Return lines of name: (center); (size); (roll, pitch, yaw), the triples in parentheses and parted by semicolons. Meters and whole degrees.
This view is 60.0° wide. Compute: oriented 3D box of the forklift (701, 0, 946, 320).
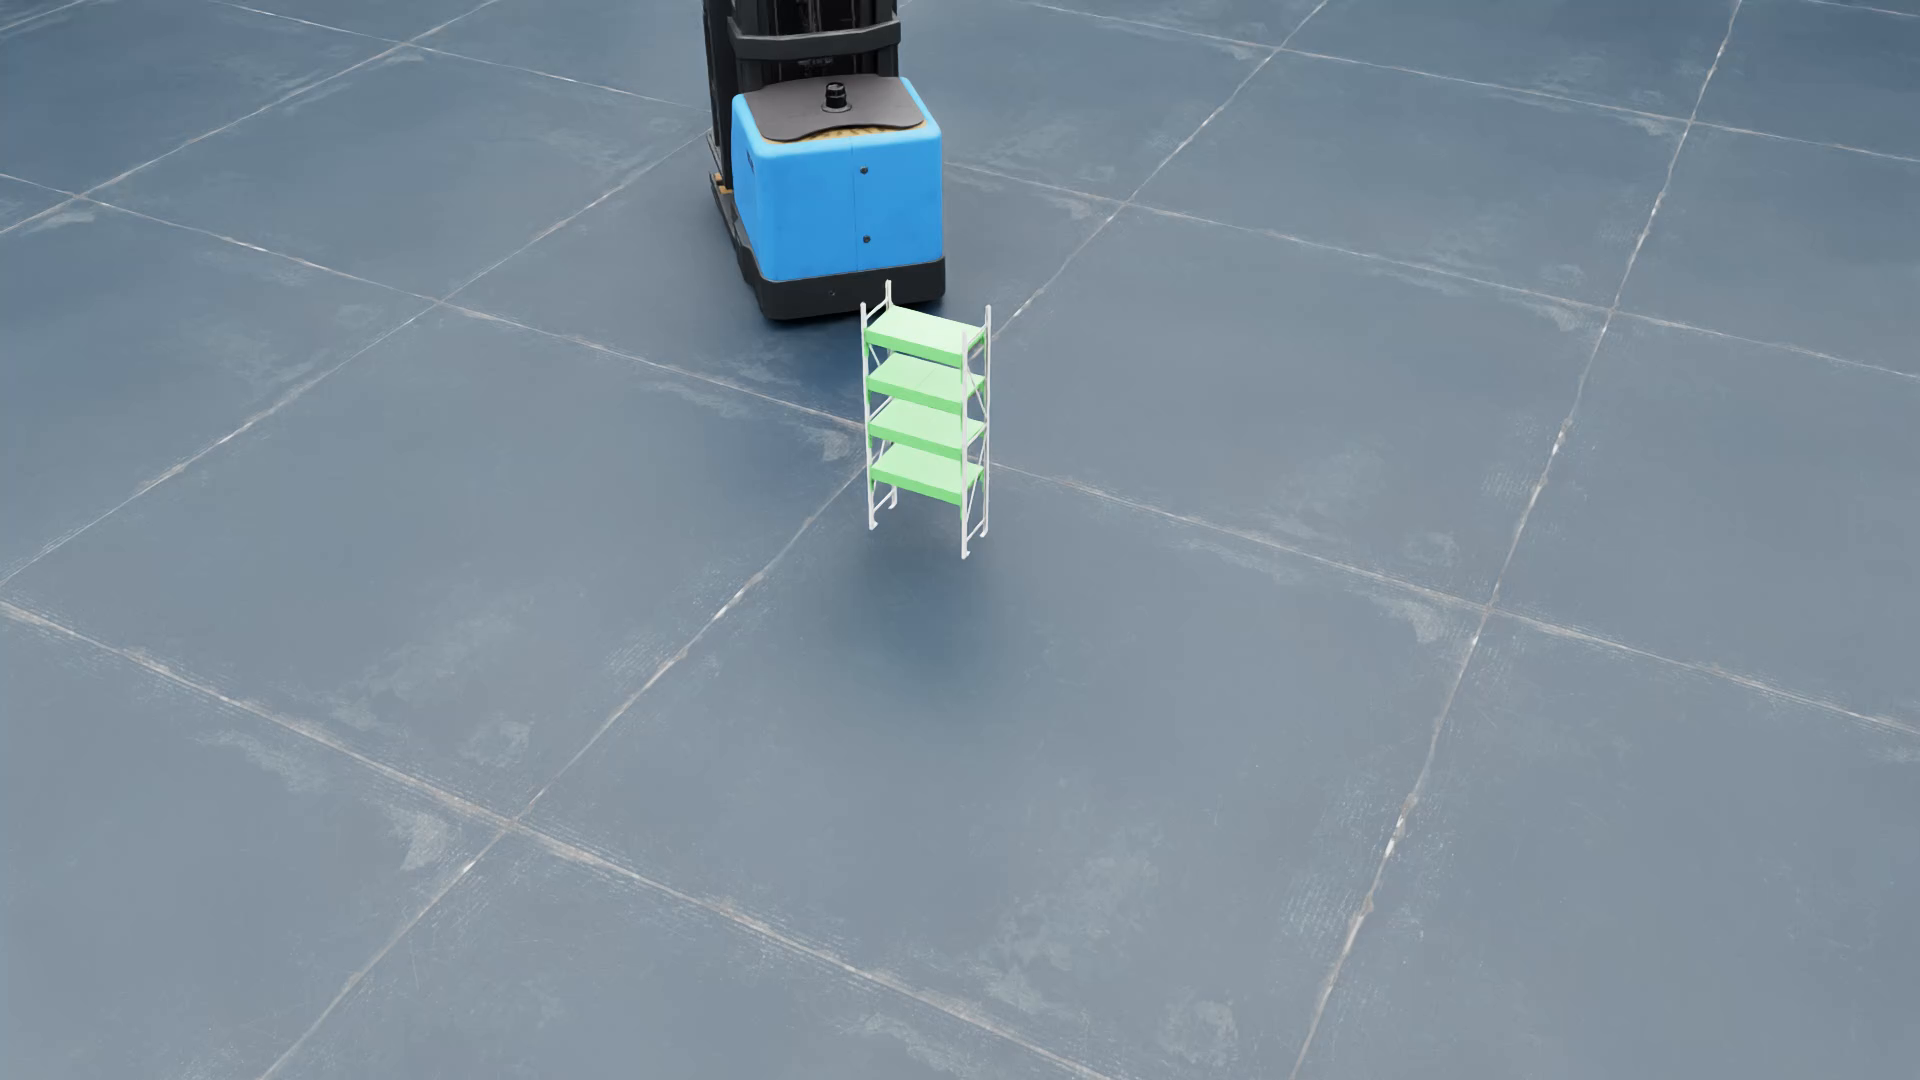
forklift: (-0.967, -3.283, 9.651); (1.130, 2.935, 3.031); (-9, 38, -12)

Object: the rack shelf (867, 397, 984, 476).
rack shelf: (-0.147, -0.473, 7.487); (0.480, 0.148, 0.258); (17, 41, 21)

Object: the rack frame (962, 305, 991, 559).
rack frame: (0.070, -0.456, 7.358); (0.015, 1.200, 0.240); (17, 41, 21)

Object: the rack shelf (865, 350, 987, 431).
rack shelf: (-0.147, -0.664, 7.341); (0.480, 0.148, 0.258); (17, 41, 21)

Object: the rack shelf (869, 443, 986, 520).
rack shelf: (-0.147, -0.282, 7.632); (0.480, 0.148, 0.258); (17, 41, 21)

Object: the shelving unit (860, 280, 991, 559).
shelving unit: (-0.147, -0.524, 7.448); (0.503, 1.200, 0.258); (17, 41, 21)

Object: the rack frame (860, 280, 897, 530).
rack frame: (-0.364, -0.592, 7.537); (0.015, 1.200, 0.240); (17, 41, 21)

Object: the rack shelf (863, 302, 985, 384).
rack shelf: (-0.147, -0.855, 7.196); (0.480, 0.148, 0.258); (17, 41, 21)
